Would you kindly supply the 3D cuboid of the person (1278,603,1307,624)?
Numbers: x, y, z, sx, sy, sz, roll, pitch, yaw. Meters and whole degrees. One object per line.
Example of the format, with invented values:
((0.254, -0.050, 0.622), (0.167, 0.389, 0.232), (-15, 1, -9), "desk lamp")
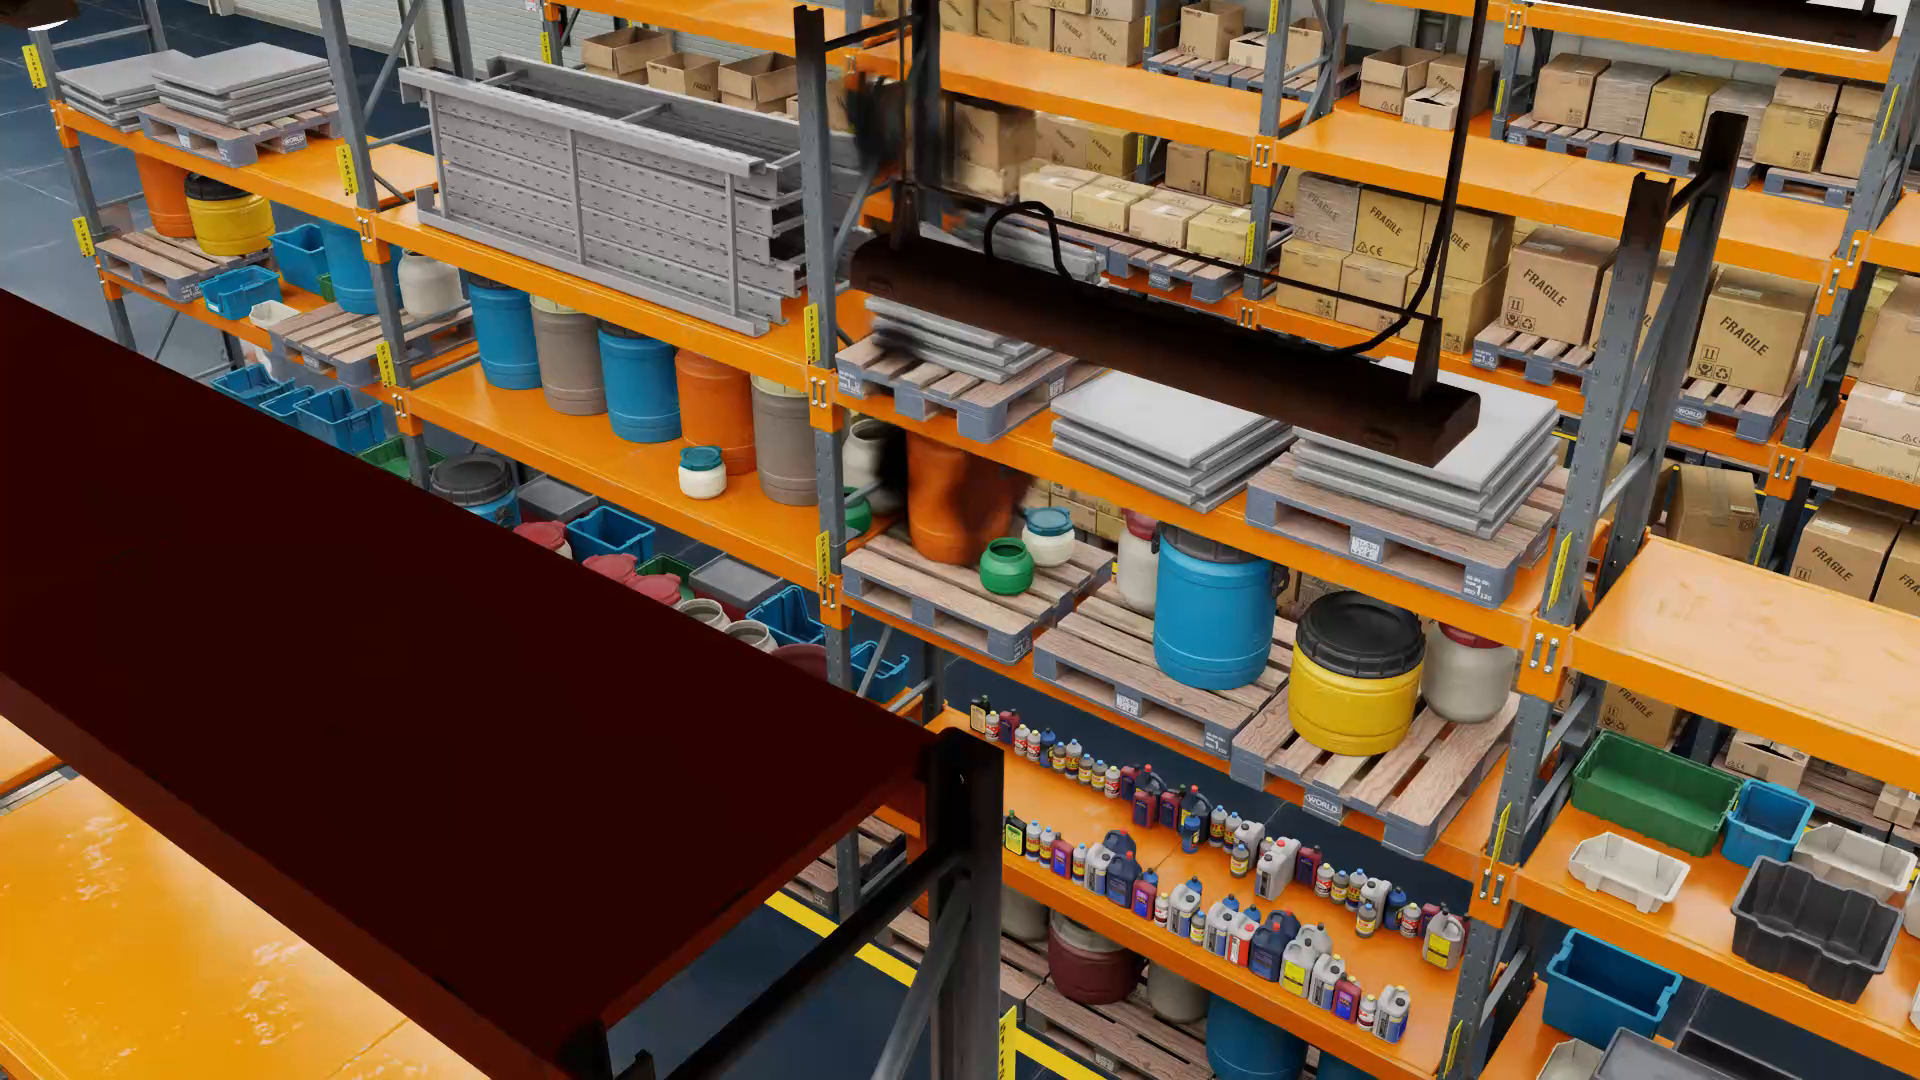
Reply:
((2.228, 1.100, 11.444), (0.535, 1.538, 0.537), (21, 37, 30), "person")

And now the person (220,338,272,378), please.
((-6.837, -1.554, 16.132), (0.706, 1.799, 0.708), (1, 31, 2), "person")
